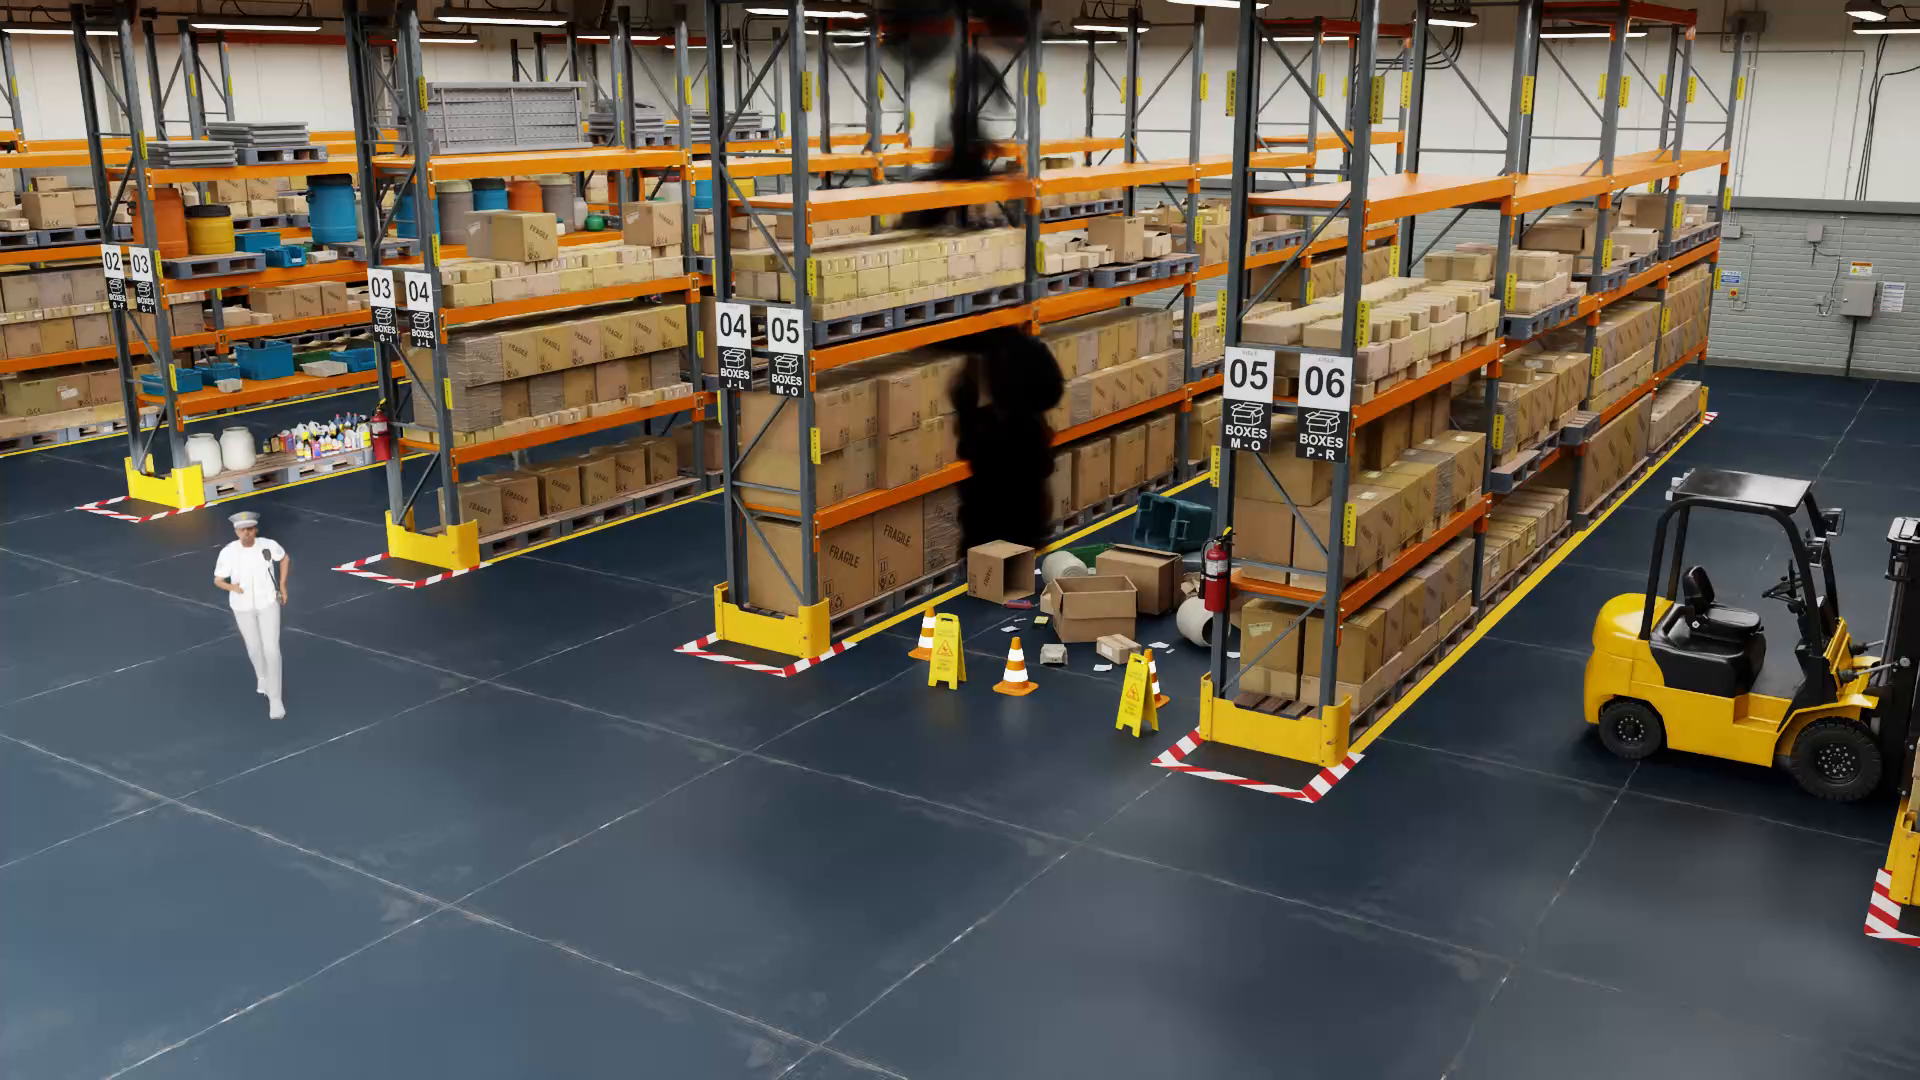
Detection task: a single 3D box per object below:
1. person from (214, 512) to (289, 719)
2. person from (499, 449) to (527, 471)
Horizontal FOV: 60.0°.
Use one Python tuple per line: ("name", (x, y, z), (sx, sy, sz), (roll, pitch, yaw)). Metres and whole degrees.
("person", (-5.914, 0.584, 13.961), (0.571, 1.751, 0.783), (-5, 16, -16))
("person", (-5.855, -1.524, 21.681), (0.550, 1.619, 0.593), (5, 16, 17))
